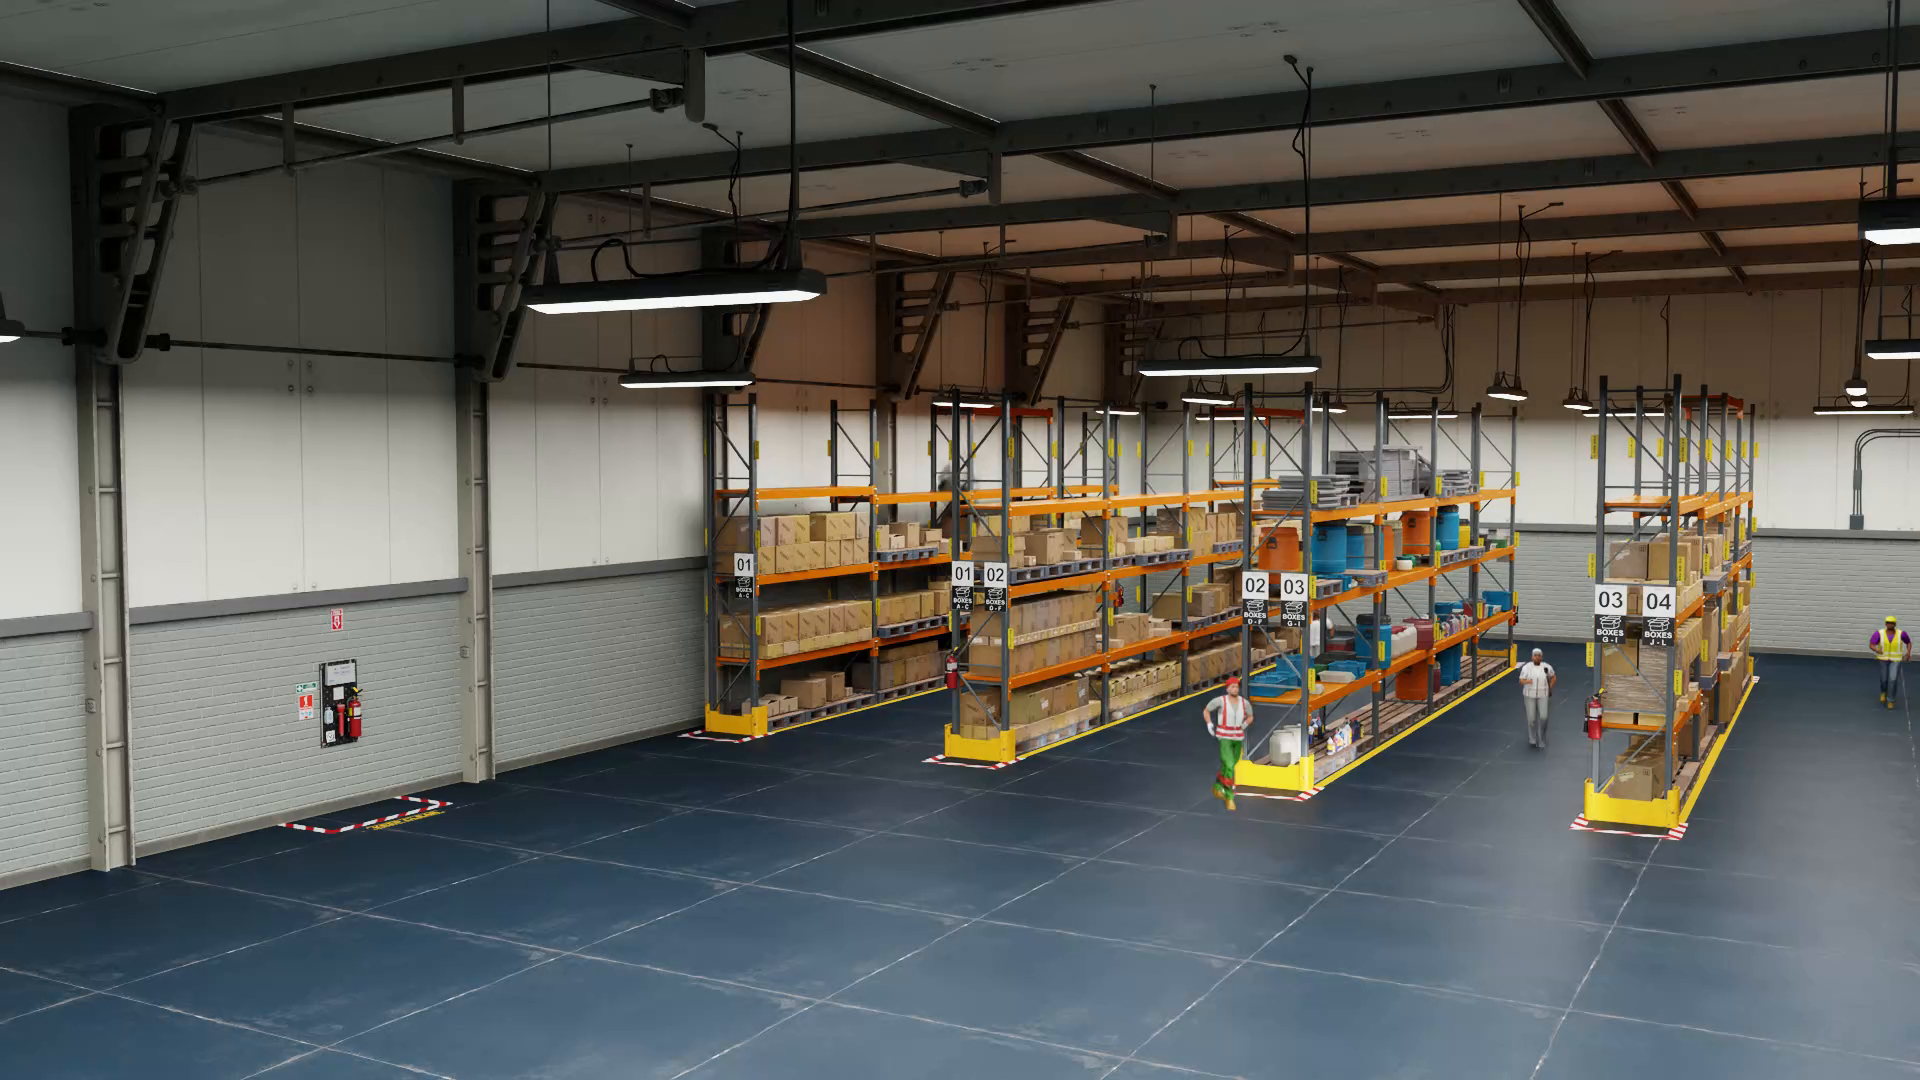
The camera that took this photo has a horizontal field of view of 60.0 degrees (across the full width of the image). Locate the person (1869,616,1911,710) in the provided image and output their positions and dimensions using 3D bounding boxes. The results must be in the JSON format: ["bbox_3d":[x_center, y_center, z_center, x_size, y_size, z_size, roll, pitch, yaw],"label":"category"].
[{"bbox_3d":[18.143,2.364,32.448,0.723,1.784,0.863,2,4,30],"label":"person"}]

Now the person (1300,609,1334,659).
[{"bbox_3d":[7.525,2.218,35.203,0.677,1.742,0.666,1,3,23],"label":"person"}]

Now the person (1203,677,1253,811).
[{"bbox_3d":[3.814,2.852,23.433,0.701,1.860,0.751,-1,3,-16],"label":"person"}]

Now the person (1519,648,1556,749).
[{"bbox_3d":[9.712,2.672,27.976,0.586,1.695,0.661,1,3,19],"label":"person"}]
